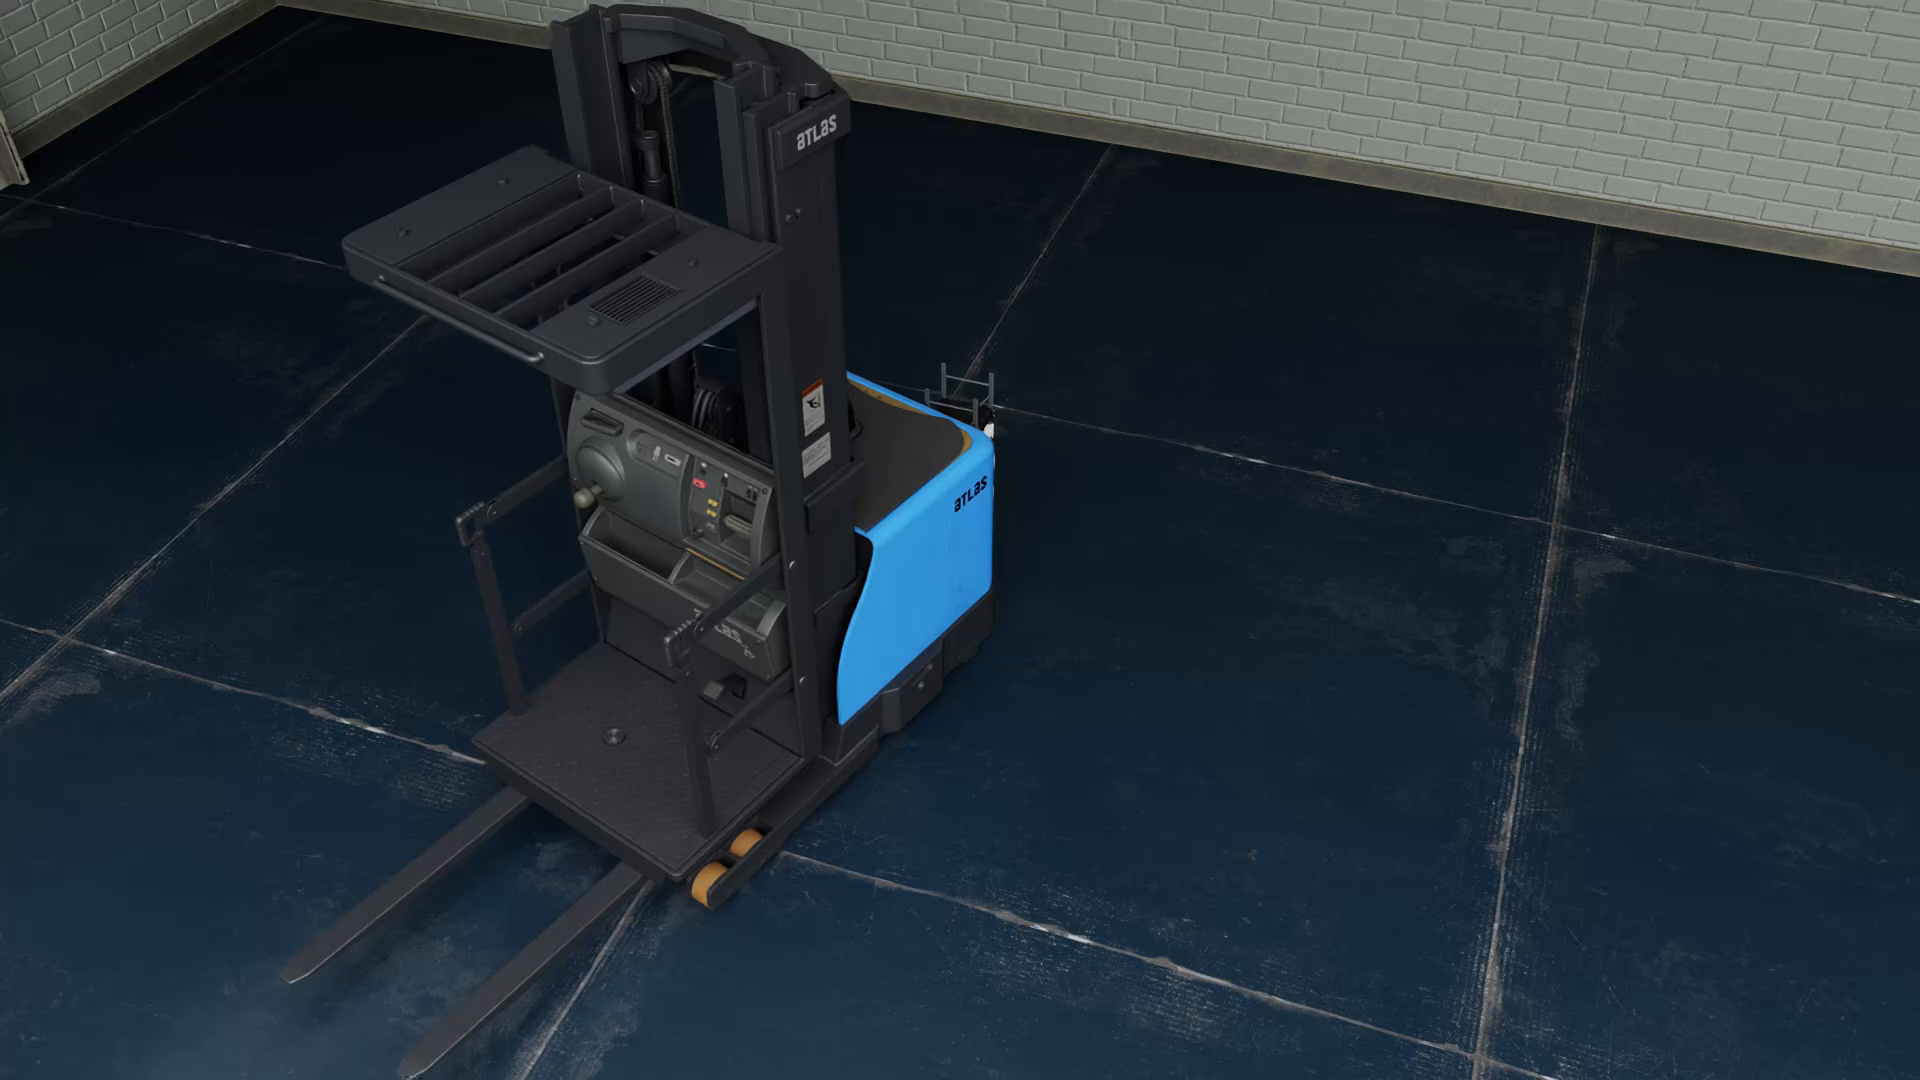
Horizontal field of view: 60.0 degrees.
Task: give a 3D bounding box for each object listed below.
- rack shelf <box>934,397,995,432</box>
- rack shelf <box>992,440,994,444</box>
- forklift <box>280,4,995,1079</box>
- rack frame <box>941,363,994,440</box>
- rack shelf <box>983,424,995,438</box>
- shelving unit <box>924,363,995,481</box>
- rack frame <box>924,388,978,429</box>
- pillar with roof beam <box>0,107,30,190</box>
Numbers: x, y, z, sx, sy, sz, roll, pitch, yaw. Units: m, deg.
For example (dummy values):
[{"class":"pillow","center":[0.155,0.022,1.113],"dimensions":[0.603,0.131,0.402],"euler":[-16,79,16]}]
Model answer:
[{"class":"rack shelf","center":[-0.003,-0.517,7.252],"dimensions":[0.258,0.077,0.200],"euler":[13,42,15]},{"class":"rack shelf","center":[-0.003,-0.380,7.369],"dimensions":[0.258,0.077,0.200],"euler":[13,42,15]},{"class":"forklift","center":[-1.134,-0.128,5.595],"dimensions":[1.130,2.935,3.031],"euler":[26,47,27]},{"class":"rack frame","center":[0.032,-0.399,7.478],"dimensions":[0.240,0.900,0.006],"euler":[13,42,15]},{"class":"rack shelf","center":[-0.003,-0.449,7.311],"dimensions":[0.258,0.077,0.200],"euler":[13,42,15]},{"class":"shelving unit","center":[-0.003,-0.337,7.406],"dimensions":[0.258,0.900,0.210],"euler":[13,42,15]},{"class":"rack frame","center":[-0.038,-0.275,7.333],"dimensions":[0.240,0.900,0.006],"euler":[13,42,15]},{"class":"pillar with roof beam","center":[-1.928,-4.608,6.171],"dimensions":[9.100,9.000,0.400],"euler":[13,42,15]}]
